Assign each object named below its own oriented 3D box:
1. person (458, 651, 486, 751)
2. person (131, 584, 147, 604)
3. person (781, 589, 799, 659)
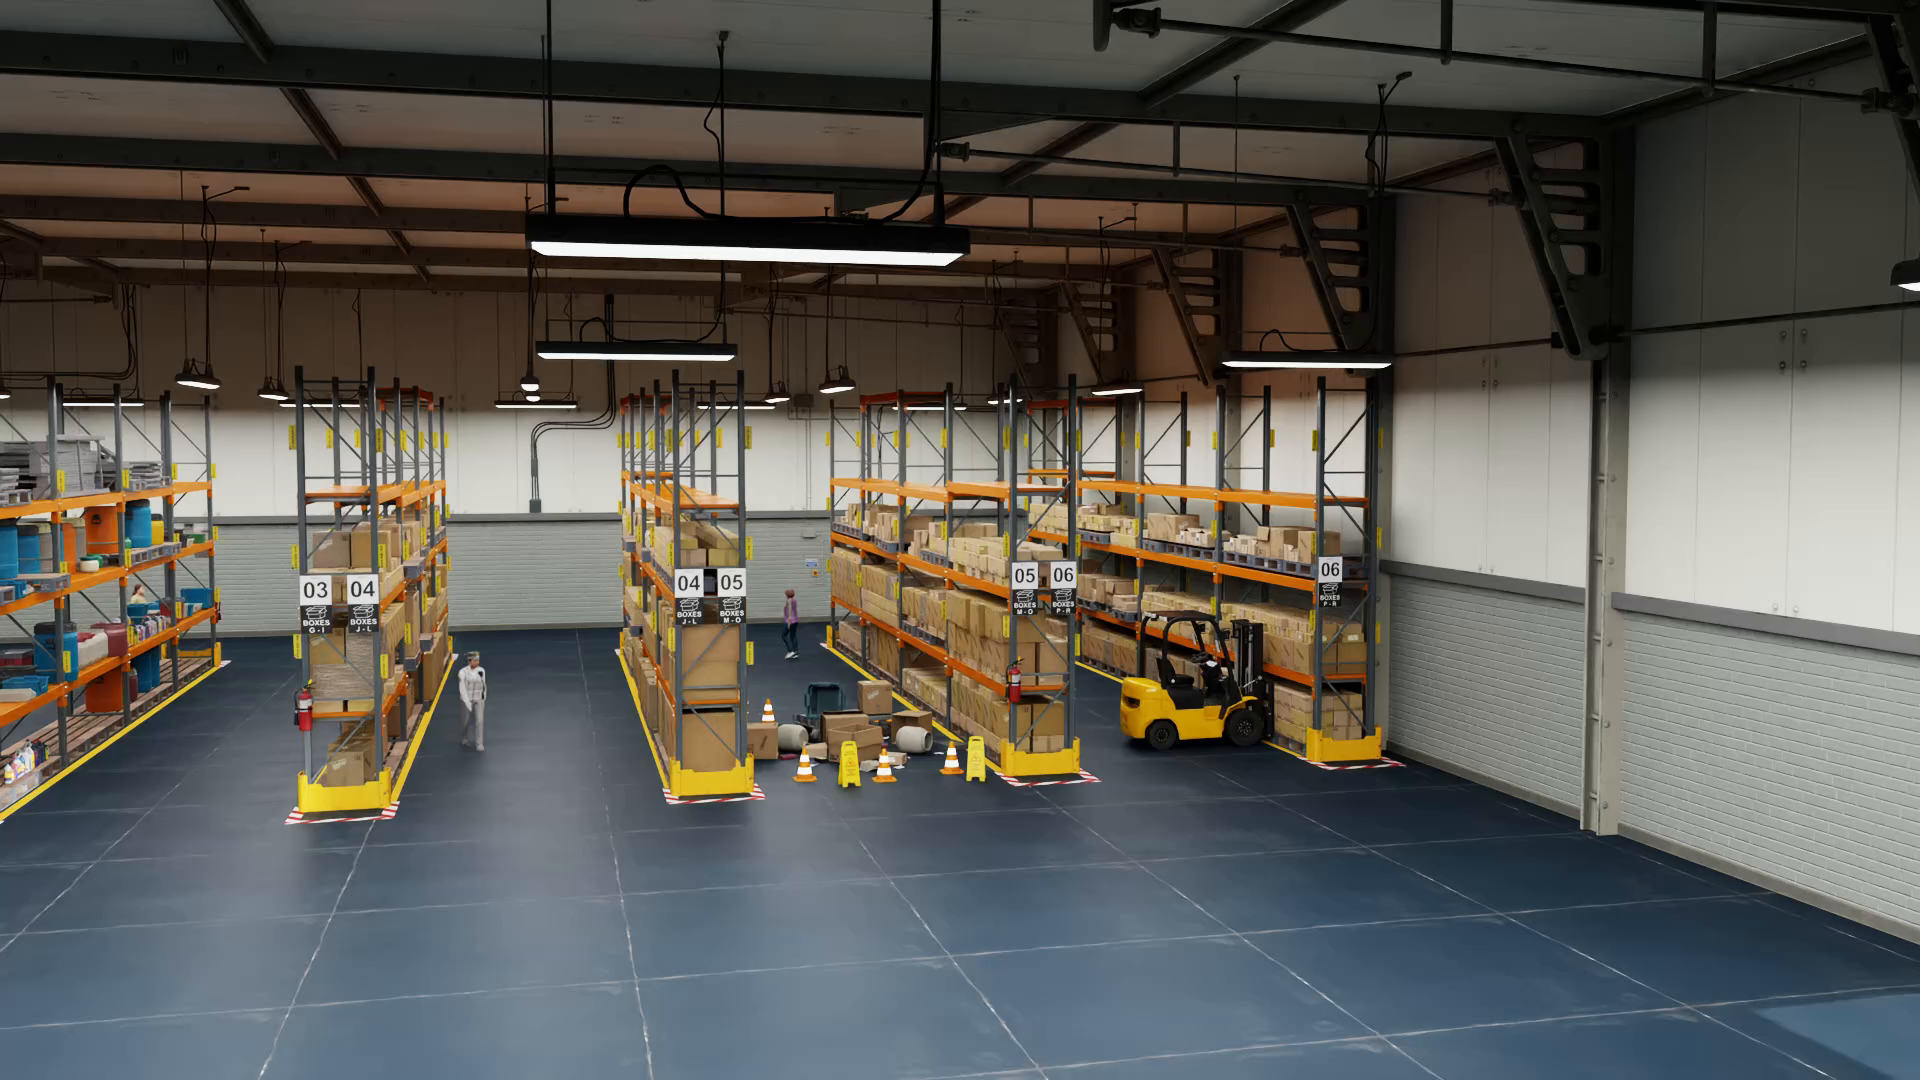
[{"bbox_3d":[-7.865,2.588,26.889,0.466,1.582,1.067,-2,4,-27],"label":"person"},{"bbox_3d":[-19.027,1.851,38.600,0.419,1.671,0.477,-1,3,-10],"label":"person"},{"bbox_3d":[-3.892,1.923,38.343,0.373,1.612,0.445,1,4,17],"label":"person"}]
